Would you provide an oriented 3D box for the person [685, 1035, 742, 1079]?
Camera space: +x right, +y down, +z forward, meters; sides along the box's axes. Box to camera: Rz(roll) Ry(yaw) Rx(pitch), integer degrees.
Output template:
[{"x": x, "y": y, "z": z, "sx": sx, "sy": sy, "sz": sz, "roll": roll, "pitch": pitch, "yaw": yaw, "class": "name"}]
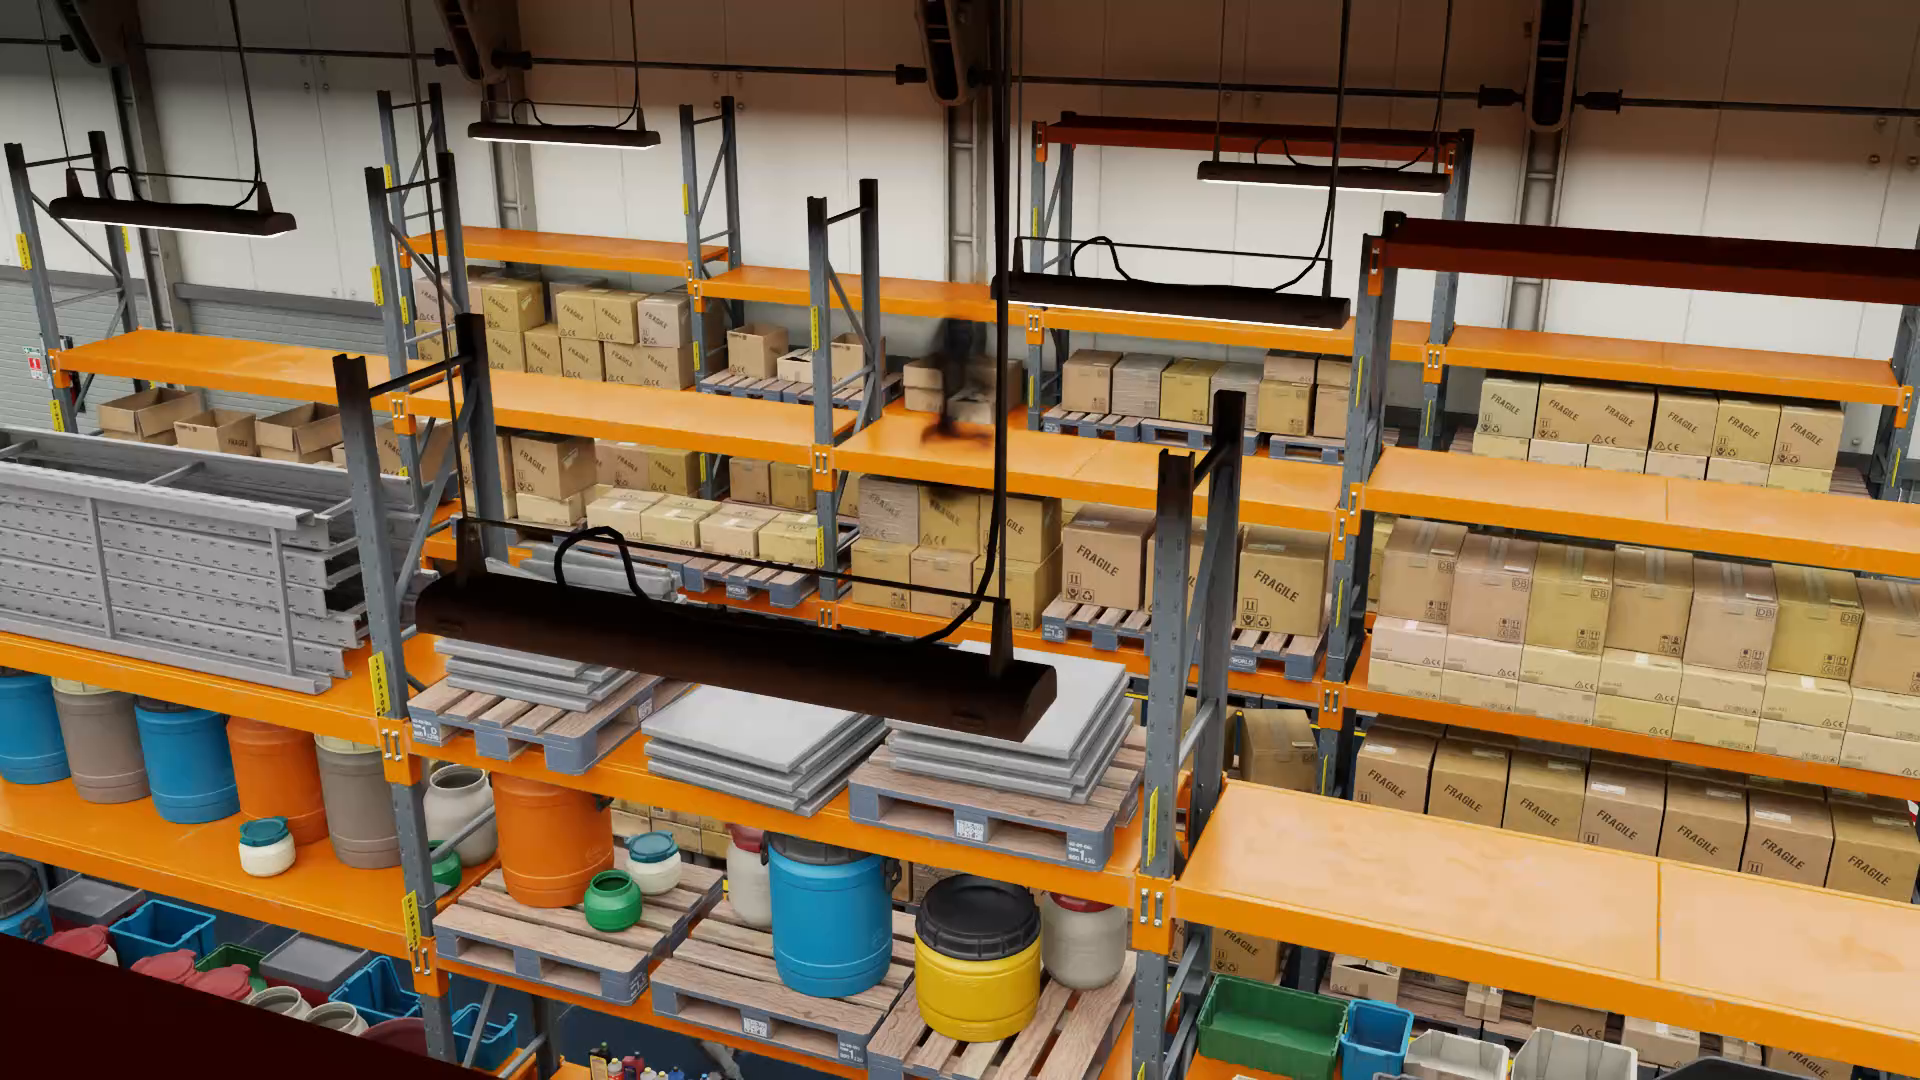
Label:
[{"x": -1.947, "y": 3.157, "z": 11.858, "sx": 0.788, "sy": 1.581, "sz": 0.590, "roll": 7, "pitch": 22, "yaw": 18, "class": "person"}]
